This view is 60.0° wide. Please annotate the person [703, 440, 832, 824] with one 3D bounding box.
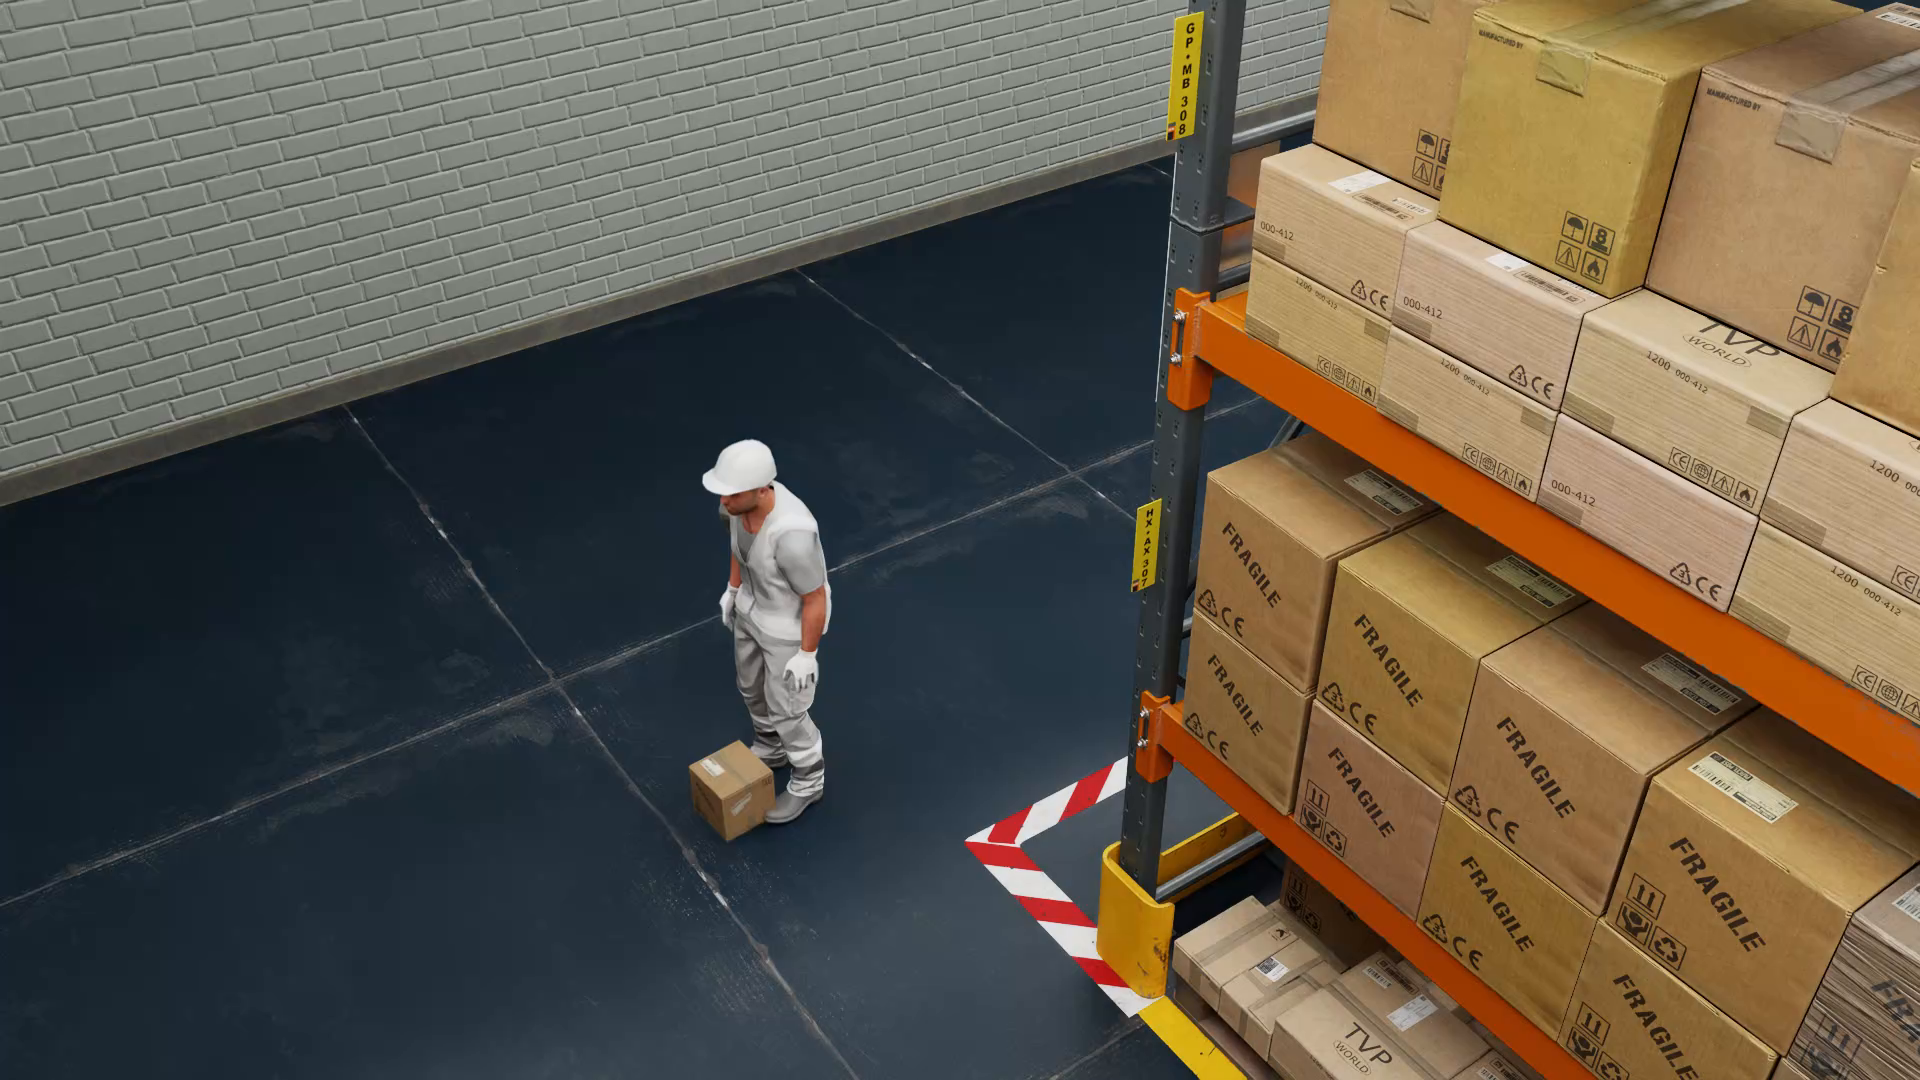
[{"bbox_3d":[-0.747,0.341,6.523,0.452,1.777,0.601,-24,42,-29],"label":"person"}]
